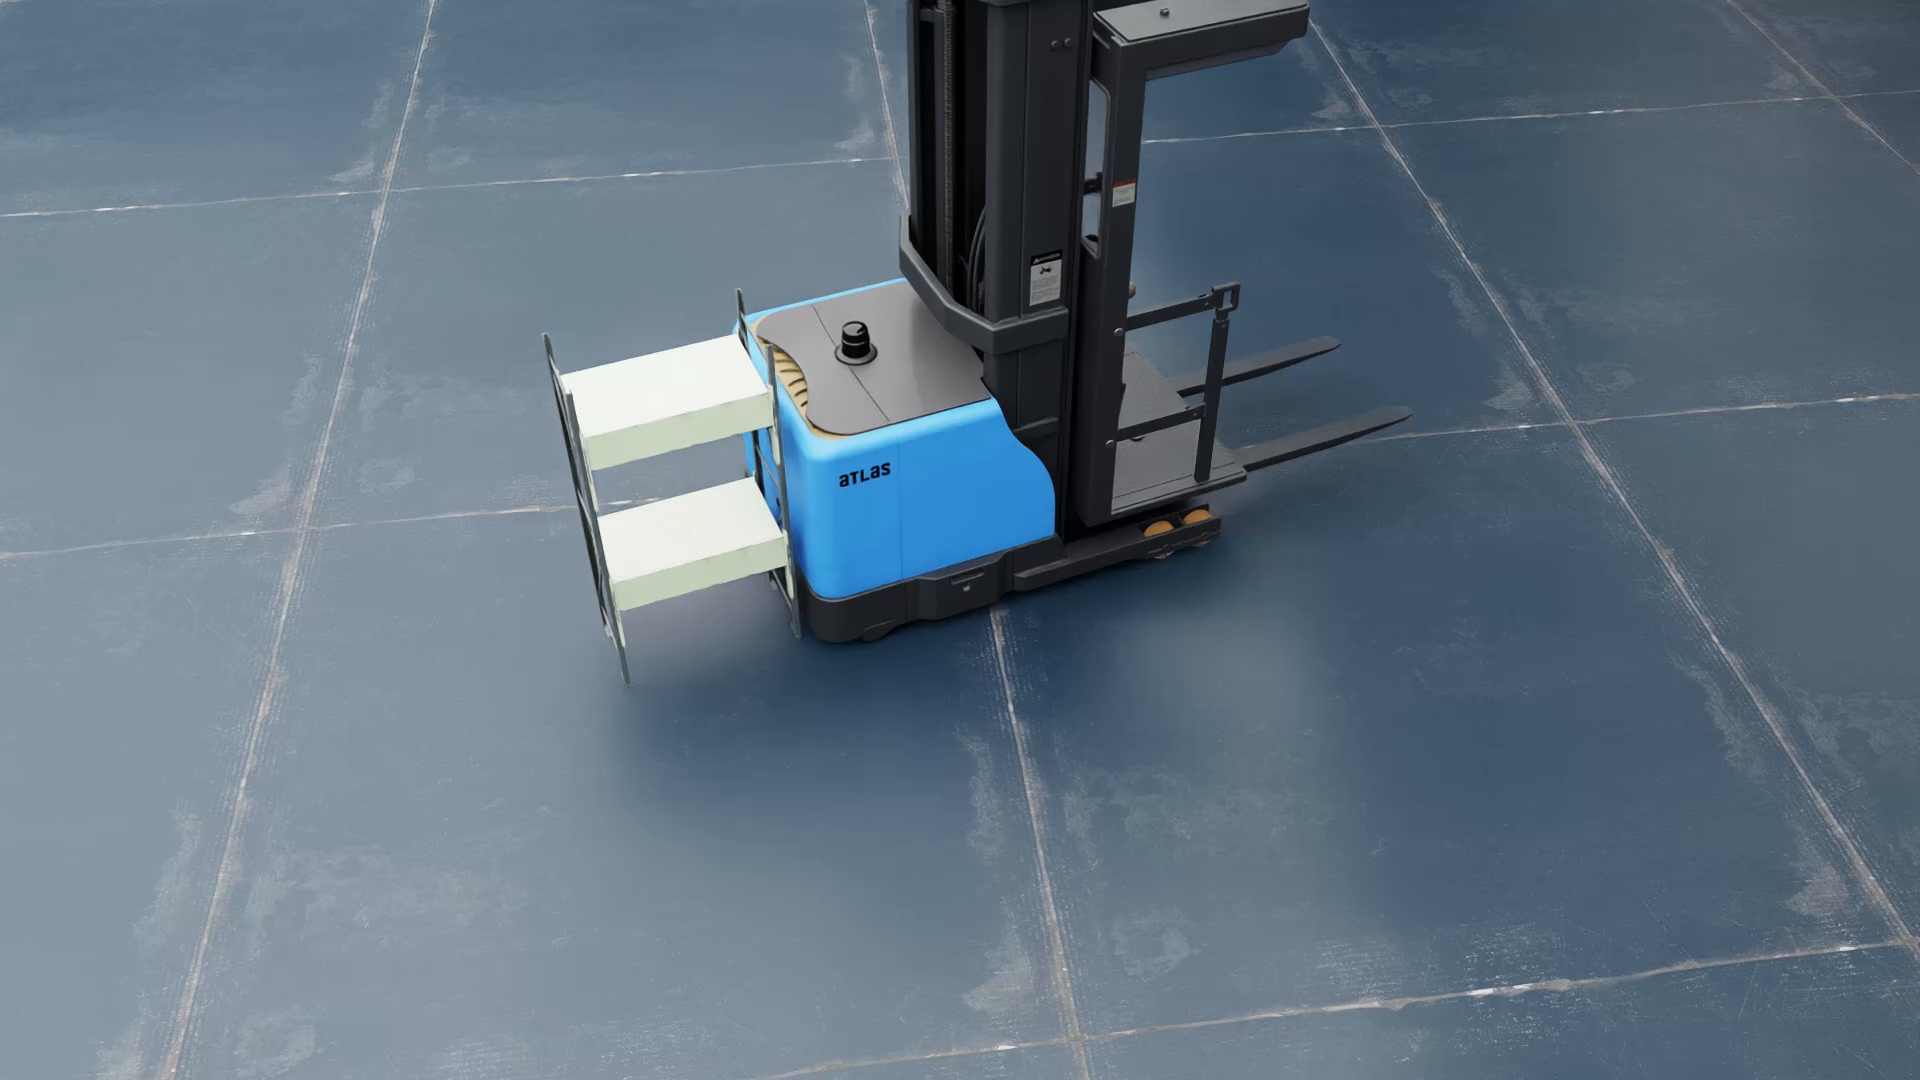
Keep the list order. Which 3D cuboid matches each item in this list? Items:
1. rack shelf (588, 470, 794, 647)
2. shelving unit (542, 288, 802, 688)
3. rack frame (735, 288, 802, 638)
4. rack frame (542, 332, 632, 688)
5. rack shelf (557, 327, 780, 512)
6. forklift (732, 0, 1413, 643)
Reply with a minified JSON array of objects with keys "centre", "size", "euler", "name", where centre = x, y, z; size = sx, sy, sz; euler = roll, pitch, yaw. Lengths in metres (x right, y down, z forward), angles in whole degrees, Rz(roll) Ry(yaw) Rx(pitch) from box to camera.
[{"centre":[-1.095,0.070,6.752],"size":[0.720,0.370,0.431],"euler":[-16,44,-16],"name":"rack shelf"},{"centre":[-1.096,-0.172,6.533],"size":[0.755,1.500,0.431],"euler":[-16,44,-16],"name":"shelving unit"},{"centre":[-0.759,-0.268,6.637],"size":[0.023,1.500,0.400],"euler":[-16,44,-16],"name":"rack frame"},{"centre":[-1.434,-0.076,6.429],"size":[0.023,1.500,0.400],"euler":[-16,44,-16],"name":"rack frame"},{"centre":[-1.098,-0.461,6.271],"size":[0.720,0.370,0.431],"euler":[-16,44,-16],"name":"rack shelf"},{"centre":[0.607,-1.315,6.735],"size":[3.031,2.935,1.130],"euler":[-16,45,-17],"name":"forklift"}]
